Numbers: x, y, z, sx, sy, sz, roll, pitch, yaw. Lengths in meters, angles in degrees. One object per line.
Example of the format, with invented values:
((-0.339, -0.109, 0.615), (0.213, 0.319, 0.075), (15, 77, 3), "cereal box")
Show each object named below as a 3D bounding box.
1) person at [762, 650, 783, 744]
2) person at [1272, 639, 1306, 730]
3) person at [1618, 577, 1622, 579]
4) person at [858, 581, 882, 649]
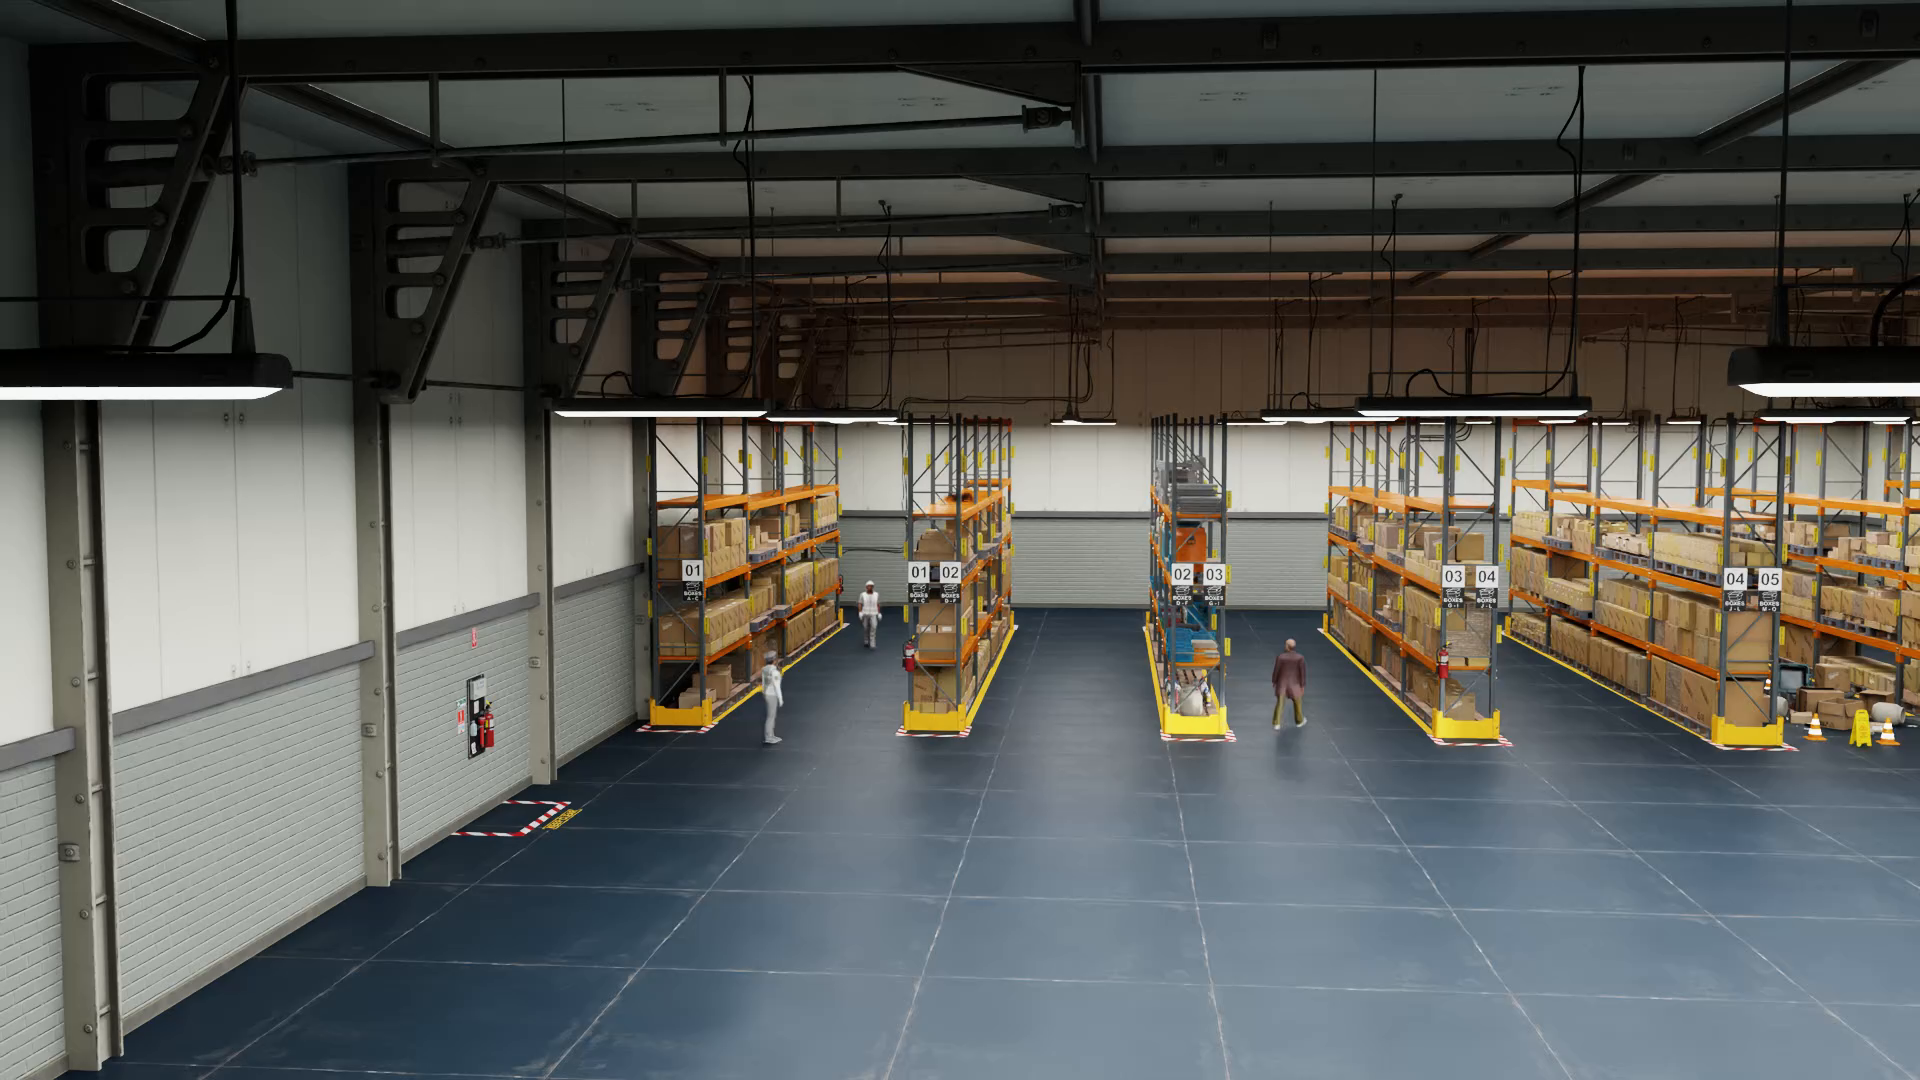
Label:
((-3.404, 2.851, 30.254), (0.393, 1.698, 0.542), (-1, 4, -19), "person")
((6.251, 2.722, 31.515), (0.676, 1.721, 1.143), (2, 4, 31), "person")
((18.042, 1.828, 45.623), (0.957, 1.612, 0.543), (4, 5, 44), "person")
((-2.340, 1.942, 43.242), (0.606, 1.738, 1.016), (0, 4, -2), "person")
